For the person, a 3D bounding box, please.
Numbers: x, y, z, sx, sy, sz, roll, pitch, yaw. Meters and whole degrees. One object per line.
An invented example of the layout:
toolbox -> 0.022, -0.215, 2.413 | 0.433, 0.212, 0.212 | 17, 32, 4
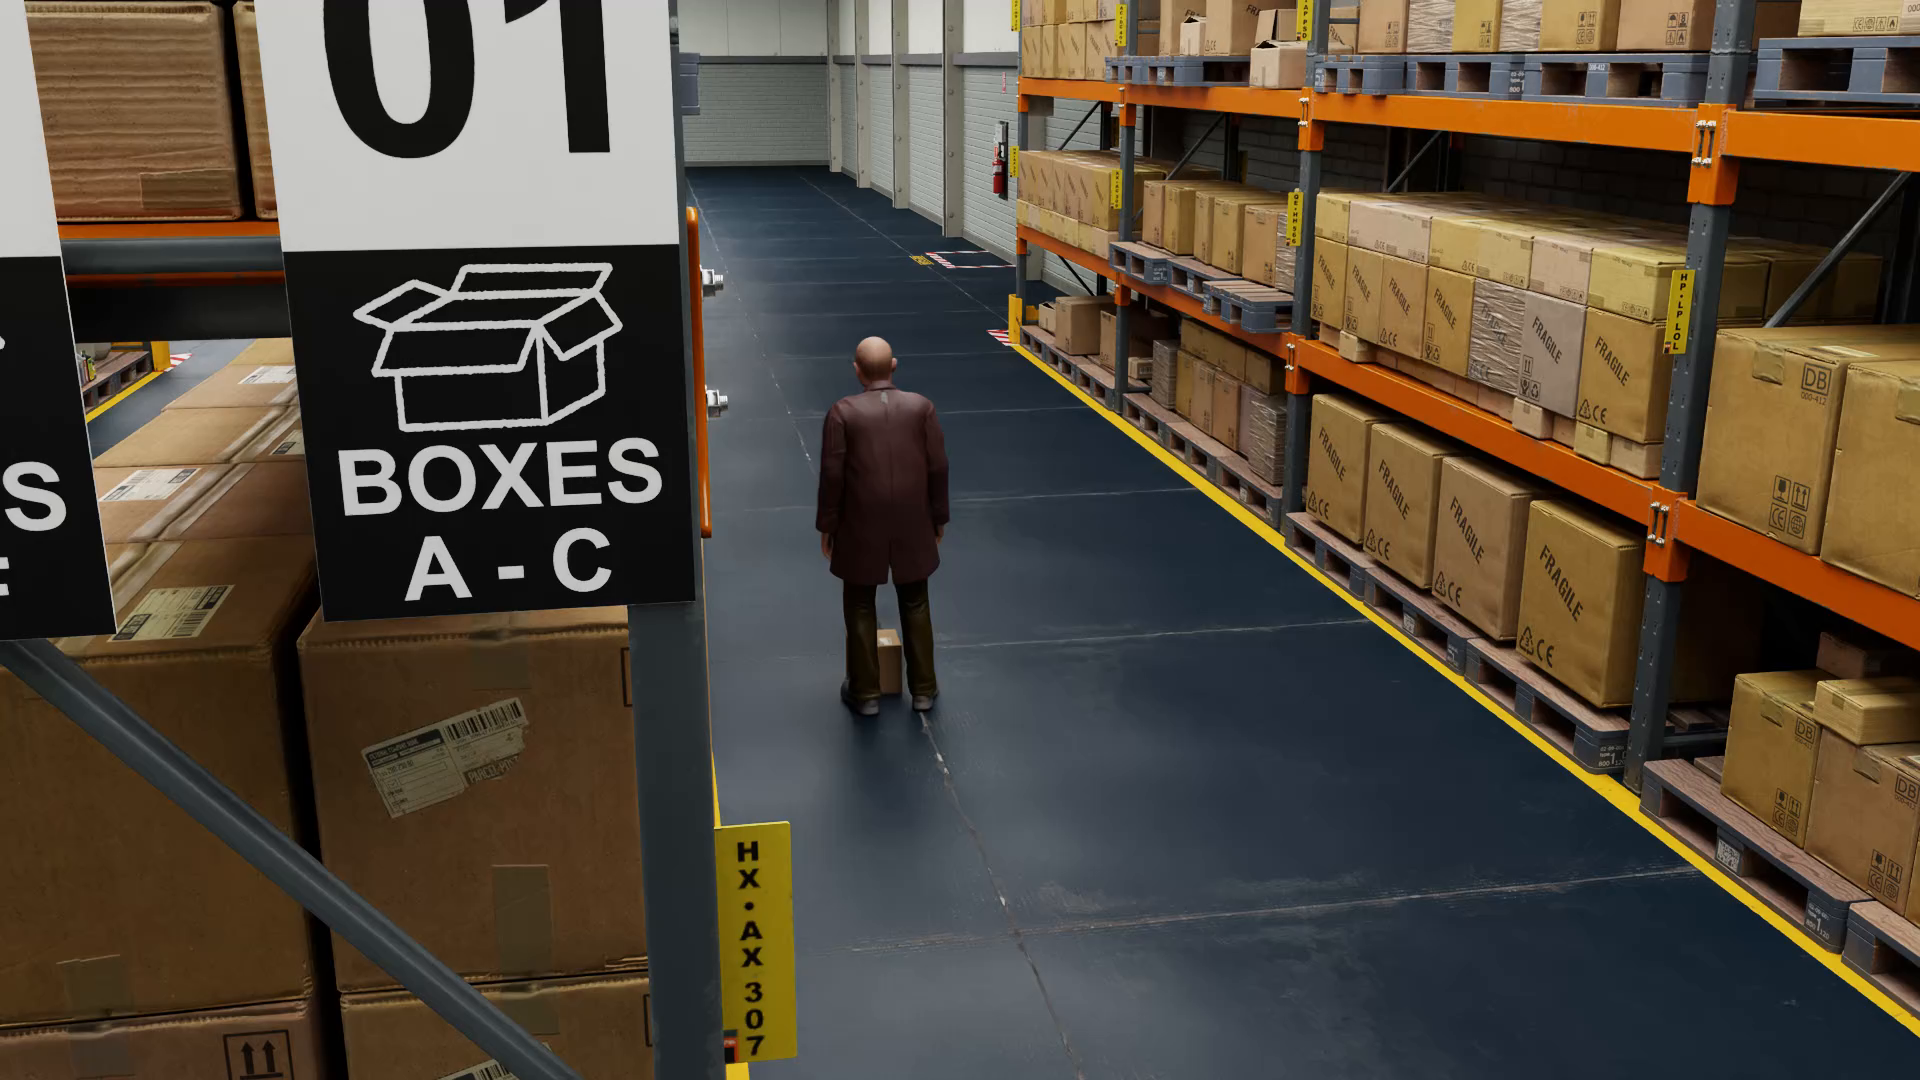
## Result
person -> -0.361, -0.061, 7.776 | 0.638, 1.772, 0.432 | -4, 17, -13
